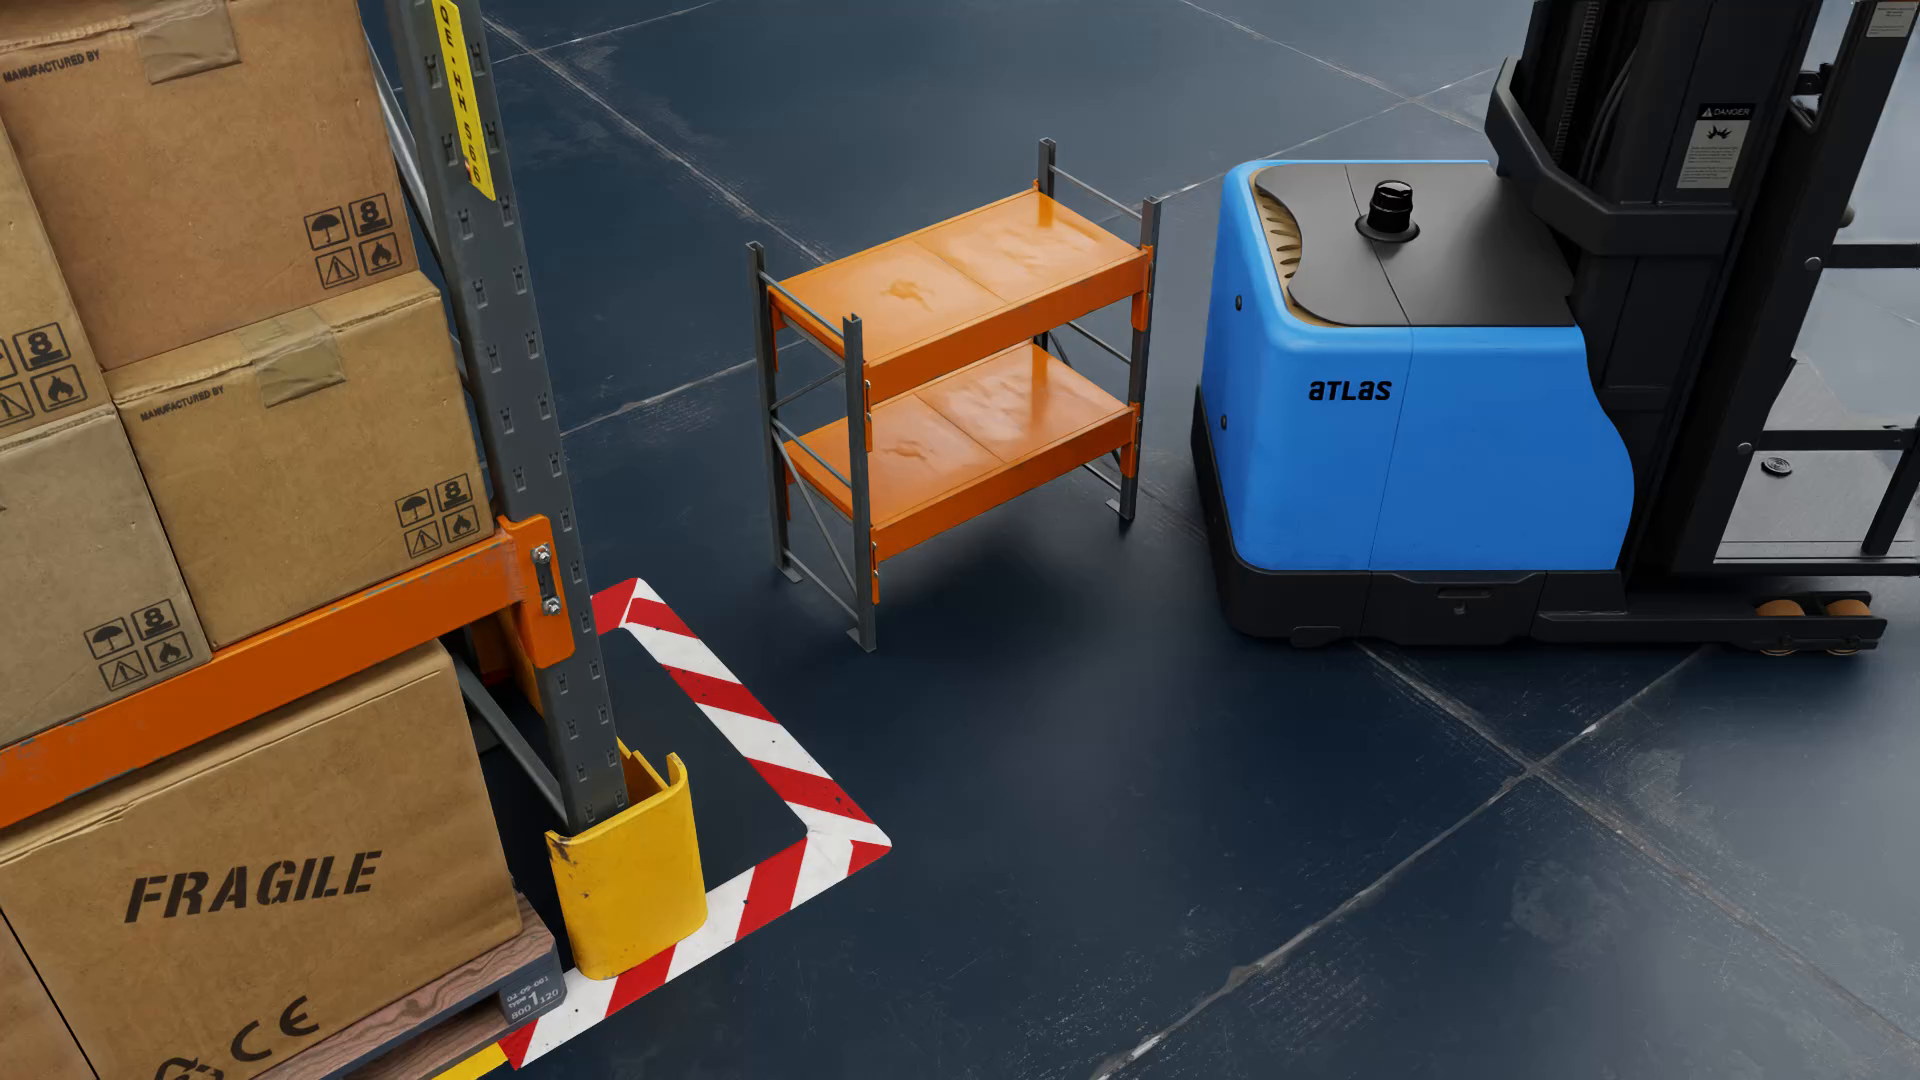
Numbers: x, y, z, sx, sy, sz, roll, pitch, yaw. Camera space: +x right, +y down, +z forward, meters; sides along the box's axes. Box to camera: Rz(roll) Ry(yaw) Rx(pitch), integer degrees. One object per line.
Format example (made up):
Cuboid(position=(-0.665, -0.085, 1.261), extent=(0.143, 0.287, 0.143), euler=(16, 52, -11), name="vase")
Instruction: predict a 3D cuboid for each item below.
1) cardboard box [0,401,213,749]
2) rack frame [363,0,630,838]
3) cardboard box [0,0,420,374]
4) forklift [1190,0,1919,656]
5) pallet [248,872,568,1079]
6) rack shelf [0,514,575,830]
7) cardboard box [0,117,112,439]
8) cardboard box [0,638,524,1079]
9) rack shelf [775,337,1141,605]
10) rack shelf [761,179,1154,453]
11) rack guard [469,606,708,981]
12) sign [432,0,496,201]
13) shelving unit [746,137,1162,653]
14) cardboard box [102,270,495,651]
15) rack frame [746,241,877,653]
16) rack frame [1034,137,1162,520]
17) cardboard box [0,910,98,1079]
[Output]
Cuboid(position=(-1.799, -0.110, 2.901), extent=(0.550, 0.550, 0.875), euler=(-26, 46, -28), name="cardboard box")
Cuboid(position=(-1.110, -0.442, 3.424), extent=(0.127, 3.000, 1.000), euler=(-26, 46, -28), name="rack frame")
Cuboid(position=(-1.428, -0.794, 2.883), extent=(0.550, 0.550, 0.875), euler=(-26, 46, -28), name="cardboard box")
Cuboid(position=(2.283, -1.135, 4.323), extent=(3.031, 2.935, 1.130), euler=(0, 39, 0), name="forklift")
Cuboid(position=(-1.696, 0.984, 3.884), extent=(1.213, 0.211, 1.003), euler=(-26, 46, -28), name="pallet")
Cuboid(position=(-2.696, 0.609, 2.710), extent=(4.000, 0.370, 1.077), euler=(-26, 46, -28), name="rack shelf")
Cuboid(position=(-1.808, -0.535, 2.567), extent=(0.550, 0.550, 0.875), euler=(-26, 46, -28), name="cardboard box")
Cuboid(position=(-1.607, 0.512, 3.605), extent=(0.875, 0.875, 0.875), euler=(-26, 46, -28), name="cardboard box")
Cuboid(position=(-0.005, -0.243, 5.045), extent=(1.000, 0.278, 0.538), euler=(-26, 46, -28), name="rack shelf")
Cuboid(position=(-0.005, -0.659, 4.704), extent=(1.000, 0.278, 0.538), euler=(-26, 46, -28), name="rack shelf")
Cuboid(position=(-1.091, 0.515, 4.228), extent=(0.348, 0.500, 1.175), euler=(-26, 46, -28), name="rack guard")
Cuboid(position=(-0.790, -0.703, 2.642), extent=(0.005, 0.325, 0.100), euler=(-26, 46, -28), name="sign")
Cuboid(position=(-0.005, -0.432, 4.890), extent=(1.048, 1.125, 0.538), euler=(-26, 46, -28), name="shelving unit")
Cuboid(position=(-1.376, -0.334, 3.174), extent=(0.550, 0.550, 0.875), euler=(-26, 46, -28), name="cardboard box")
Cuboid(position=(-0.408, -0.236, 4.651), extent=(0.032, 1.125, 0.500), euler=(-26, 46, -28), name="rack frame")
Cuboid(position=(0.398, -0.629, 5.130), extent=(0.032, 1.125, 0.500), euler=(-26, 46, -28), name="rack frame")
Cuboid(position=(-2.304, 0.853, 3.189), extent=(0.875, 0.875, 0.875), euler=(-27, 46, -29), name="cardboard box")
